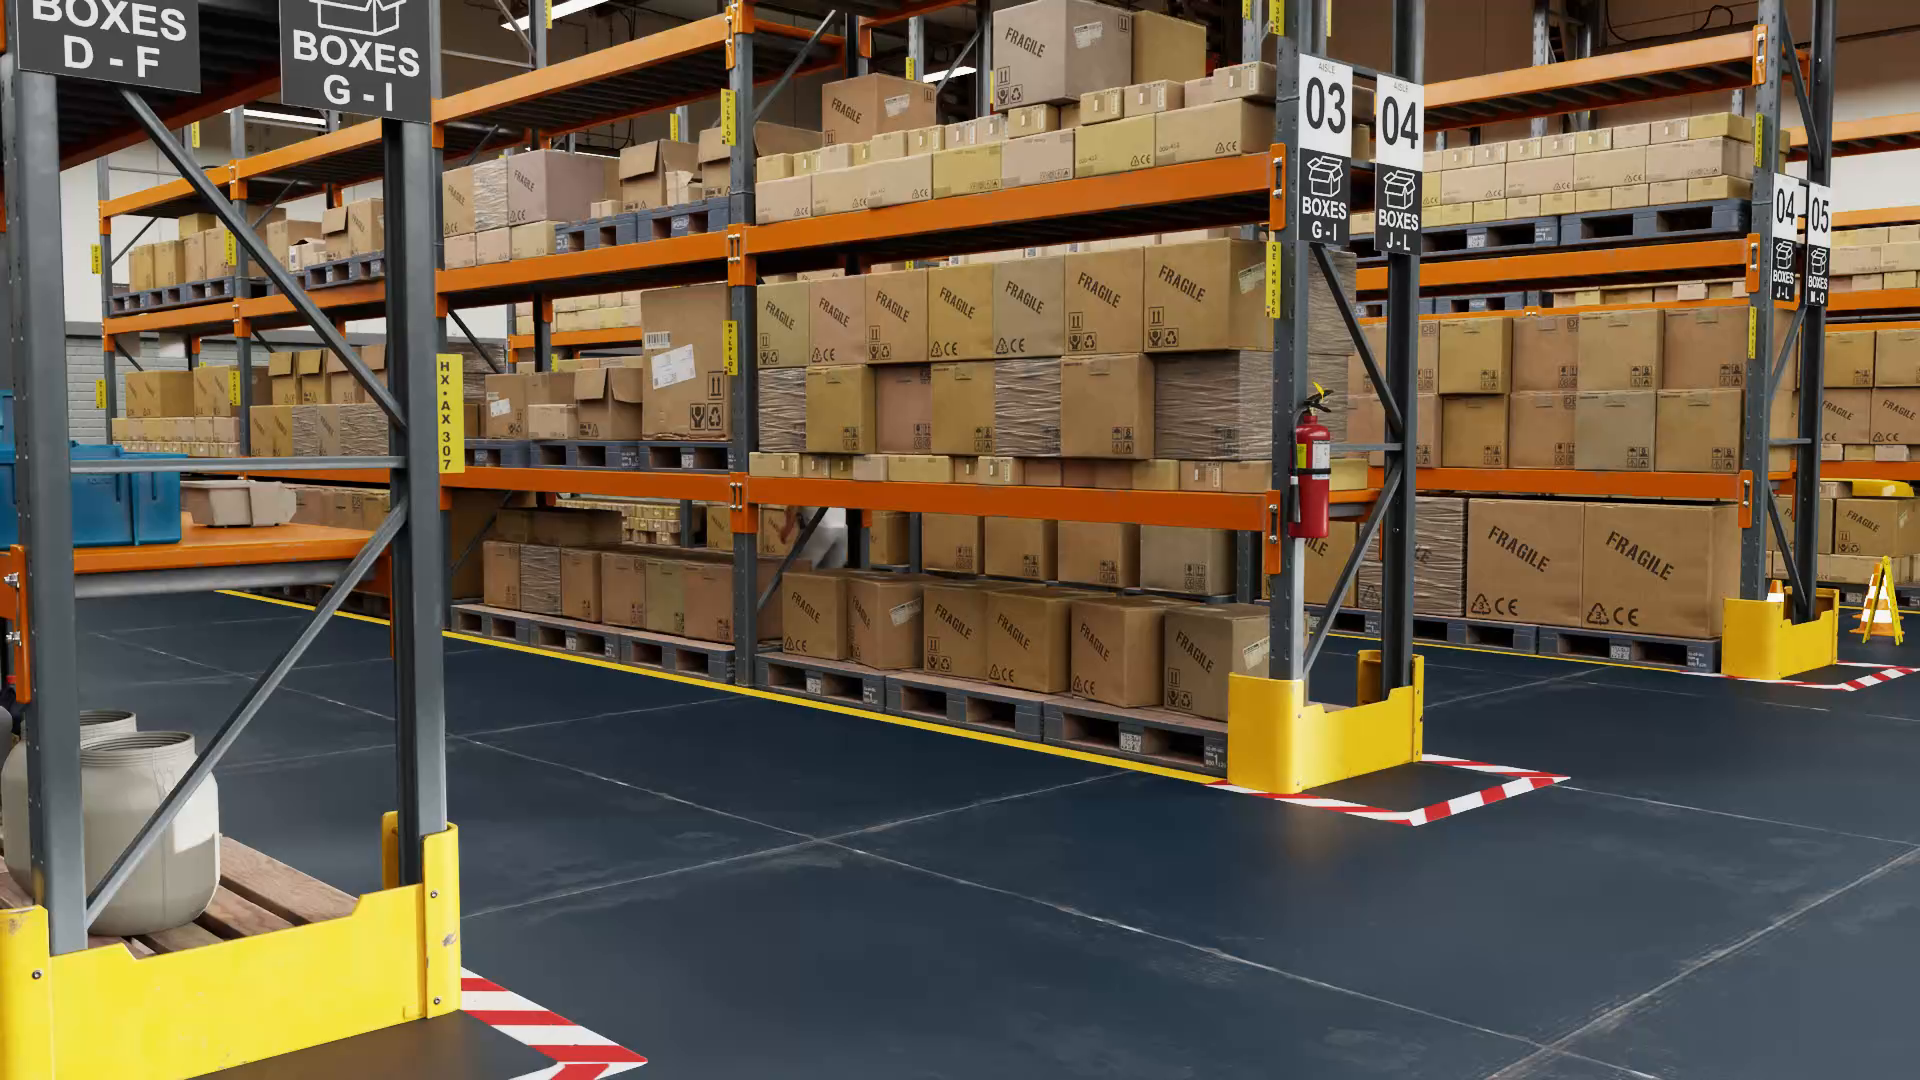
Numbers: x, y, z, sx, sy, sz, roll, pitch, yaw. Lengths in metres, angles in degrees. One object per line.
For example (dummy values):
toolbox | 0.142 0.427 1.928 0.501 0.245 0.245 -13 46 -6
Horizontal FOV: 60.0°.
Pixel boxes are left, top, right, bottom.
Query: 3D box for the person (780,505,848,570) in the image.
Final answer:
person | -1.082 -0.092 12.632 0.561 1.690 0.517 -4 5 -45
